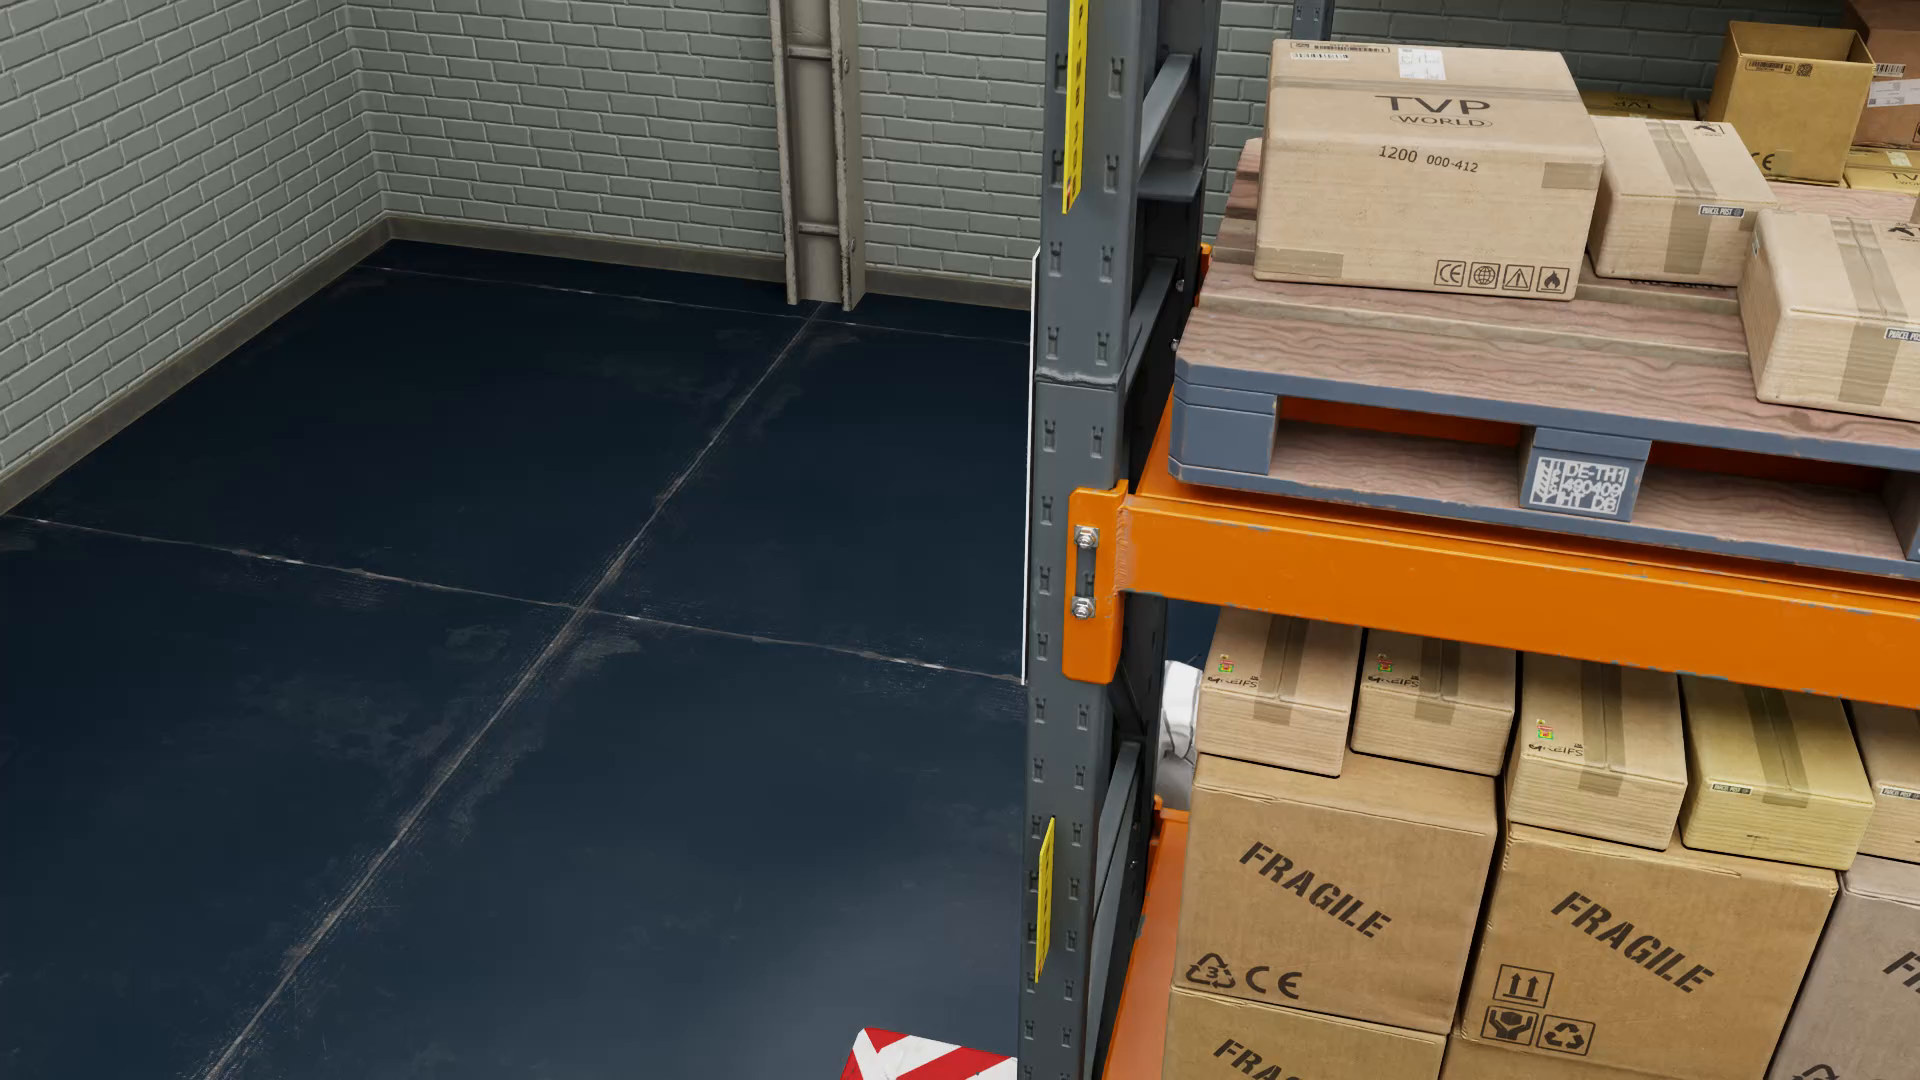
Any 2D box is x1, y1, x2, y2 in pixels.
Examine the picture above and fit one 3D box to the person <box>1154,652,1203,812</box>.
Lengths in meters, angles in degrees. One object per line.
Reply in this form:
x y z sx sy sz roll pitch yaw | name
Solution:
0.902 0.853 5.525 0.880 0.903 0.445 7 34 10 | person
